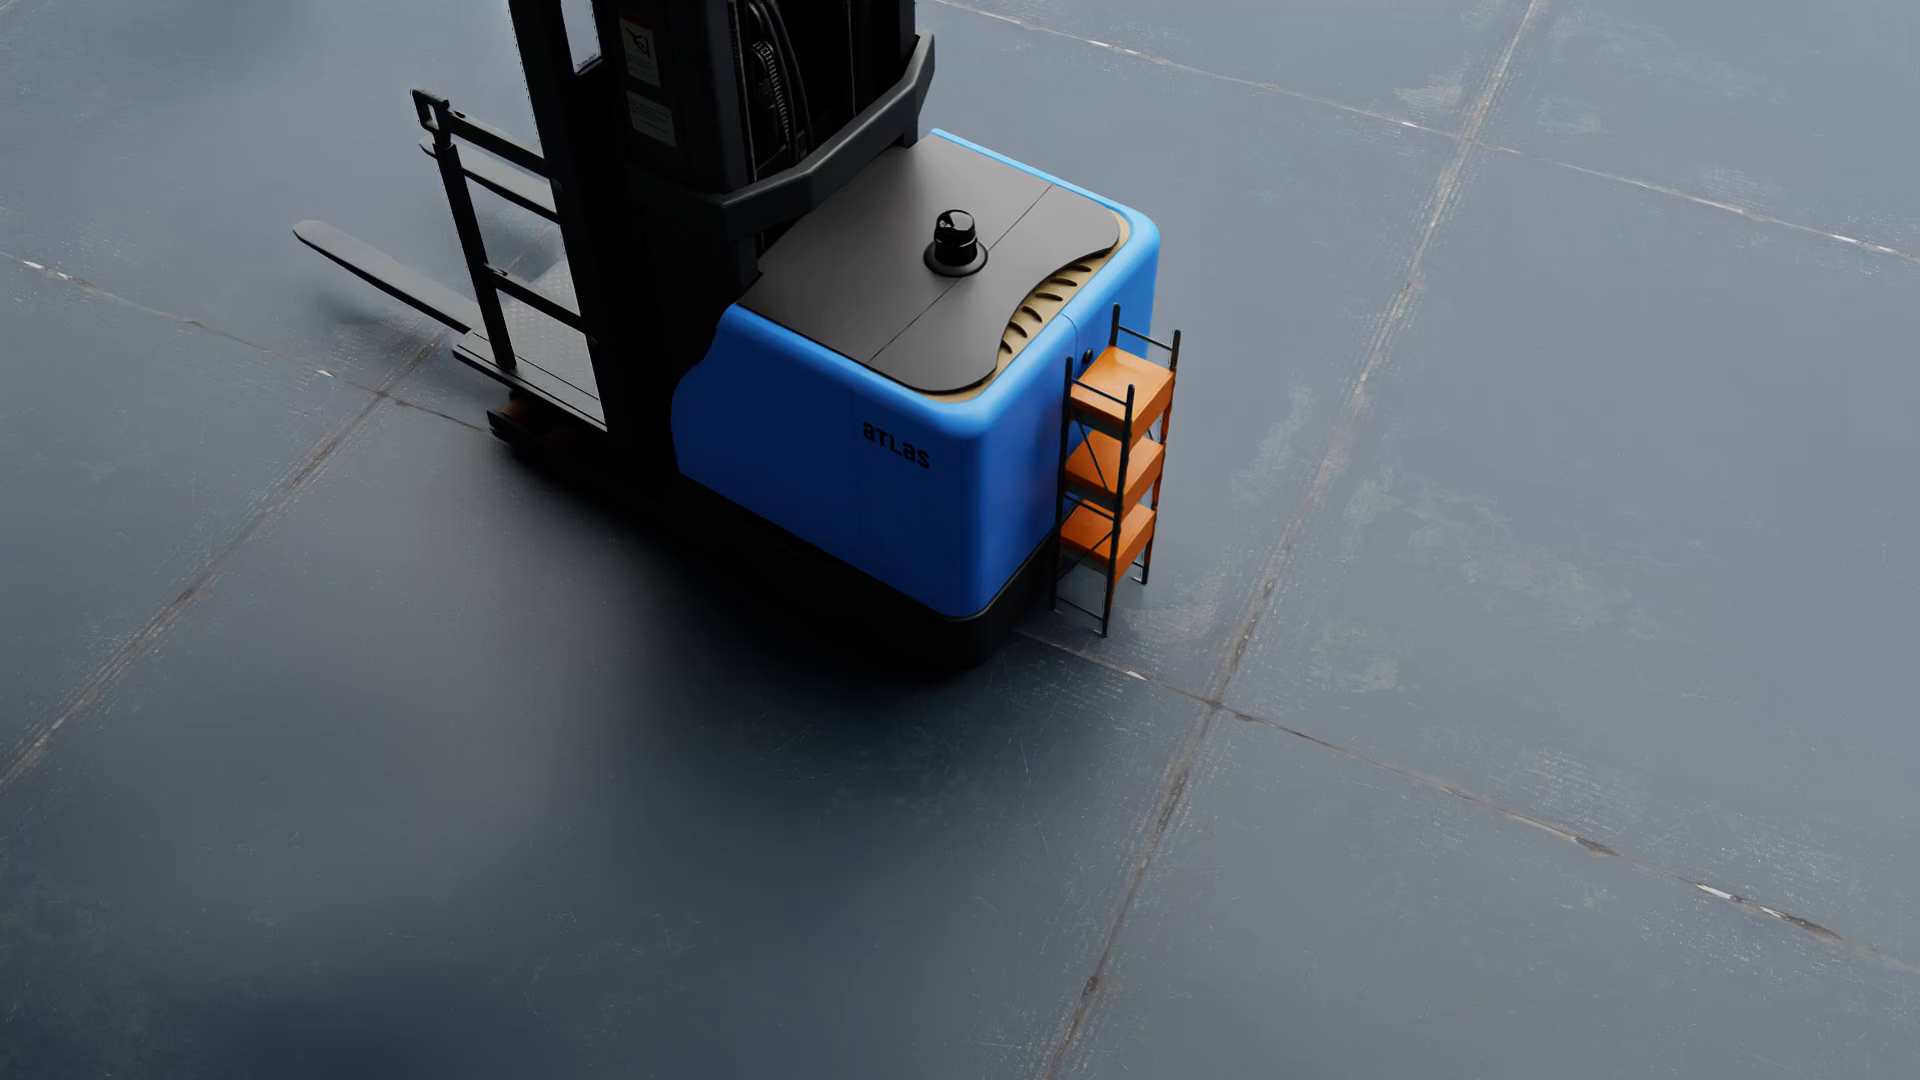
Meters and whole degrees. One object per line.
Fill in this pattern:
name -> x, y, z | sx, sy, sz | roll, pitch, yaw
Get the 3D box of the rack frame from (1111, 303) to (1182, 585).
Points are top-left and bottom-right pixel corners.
rack frame -> 0.492, -0.244, 4.768 | 0.200, 1.050, 0.008 | 27, 55, 21

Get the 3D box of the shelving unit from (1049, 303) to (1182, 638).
shelving unit -> 0.425, -0.166, 4.702 | 0.215, 1.050, 0.252 | 27, 55, 21

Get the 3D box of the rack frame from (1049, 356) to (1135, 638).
rack frame -> 0.358, -0.089, 4.636 | 0.200, 1.050, 0.008 | 27, 55, 21

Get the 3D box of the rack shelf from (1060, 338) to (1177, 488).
rack shelf -> 0.425, -0.343, 4.494 | 0.215, 0.259, 0.240 | 27, 55, 21

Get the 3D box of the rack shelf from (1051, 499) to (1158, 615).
rack shelf -> 0.425, 0.021, 4.922 | 0.215, 0.259, 0.240 | 27, 55, 21

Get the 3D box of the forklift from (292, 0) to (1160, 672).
forklift -> -0.933, -1.469, 4.576 | 3.031, 2.935, 1.130 | 27, 55, 21

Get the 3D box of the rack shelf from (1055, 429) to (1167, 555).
rack shelf -> 0.425, -0.159, 4.710 | 0.215, 0.259, 0.240 | 27, 55, 21
